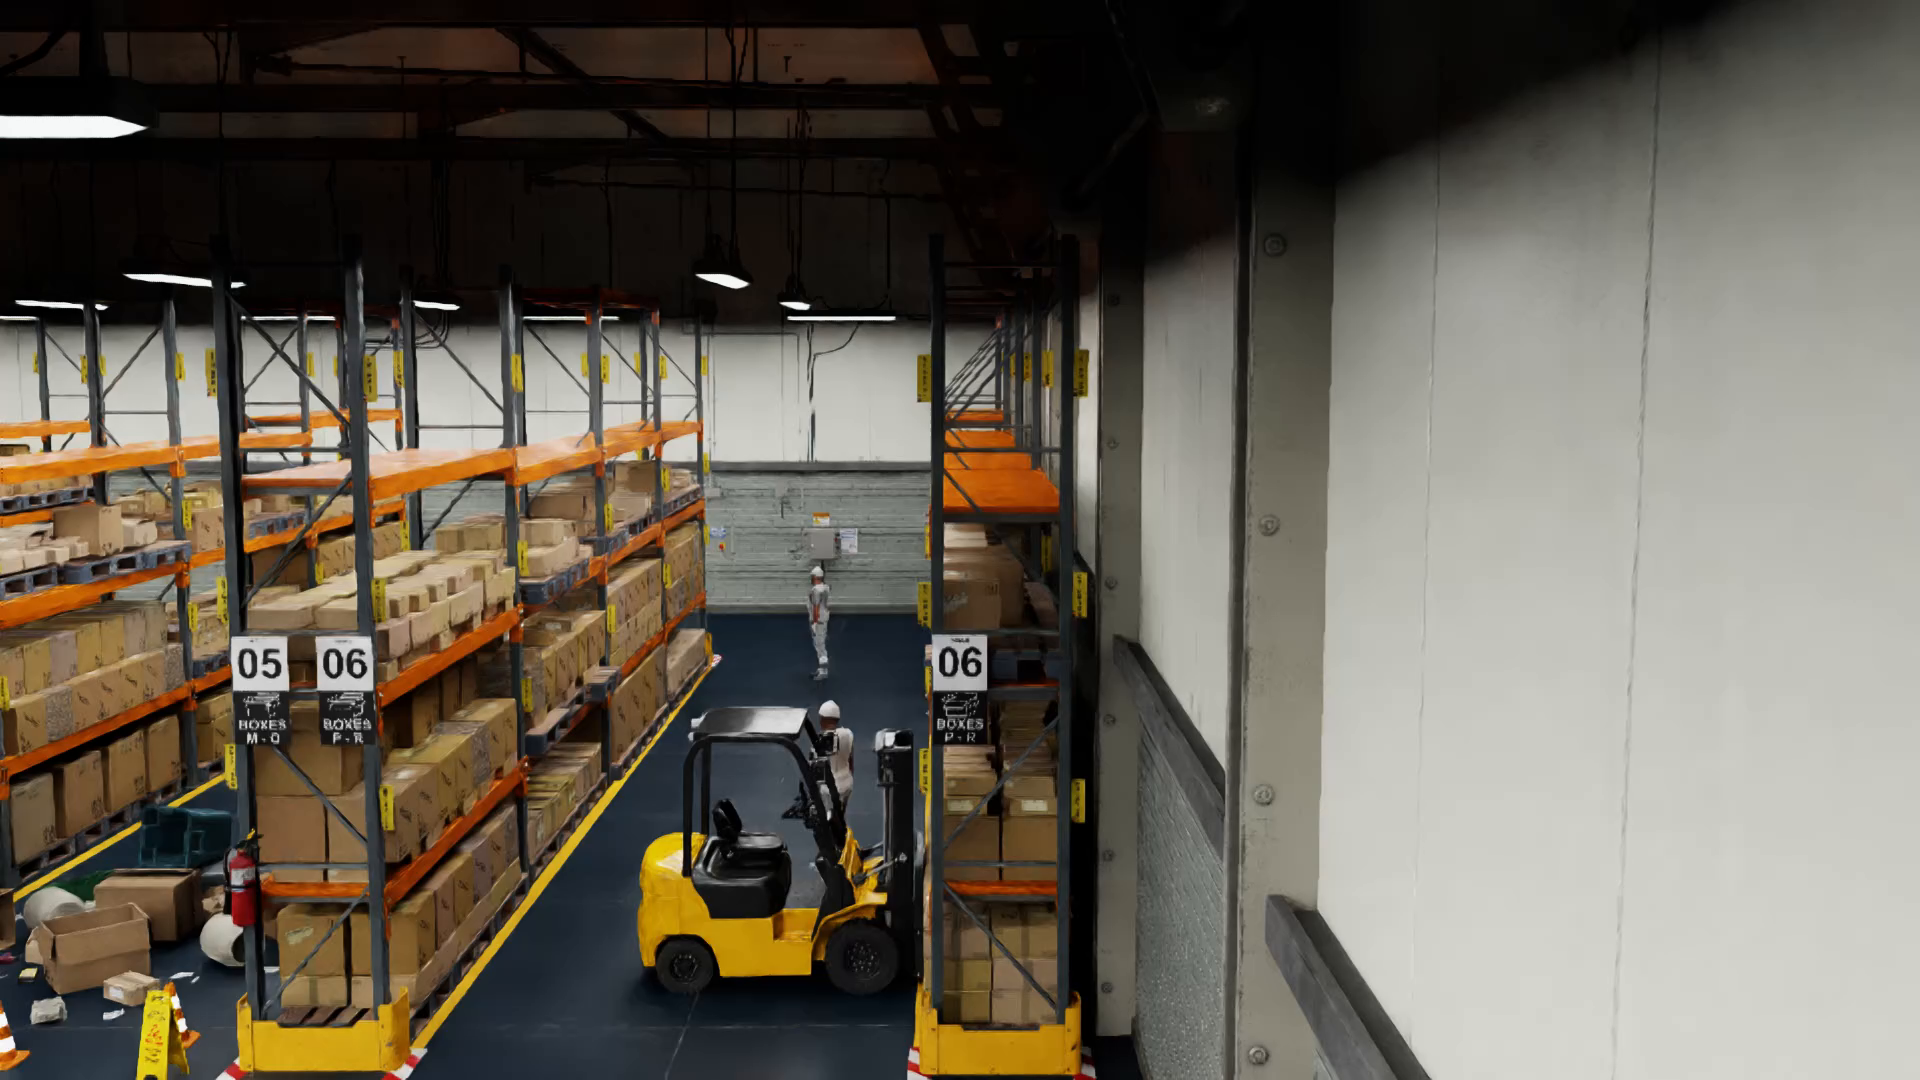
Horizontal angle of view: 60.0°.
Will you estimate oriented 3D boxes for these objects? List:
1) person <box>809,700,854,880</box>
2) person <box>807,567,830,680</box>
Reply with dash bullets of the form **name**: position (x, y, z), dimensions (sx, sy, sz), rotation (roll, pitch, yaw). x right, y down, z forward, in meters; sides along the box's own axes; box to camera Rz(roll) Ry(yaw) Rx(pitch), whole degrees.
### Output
- **person**: position (-1.291, 2.457, 16.404), dimensions (0.589, 1.782, 0.672), rotation (3, 7, 25)
- **person**: position (-2.284, 1.324, 26.649), dimensions (0.389, 1.789, 0.644), rotation (1, 6, 9)
